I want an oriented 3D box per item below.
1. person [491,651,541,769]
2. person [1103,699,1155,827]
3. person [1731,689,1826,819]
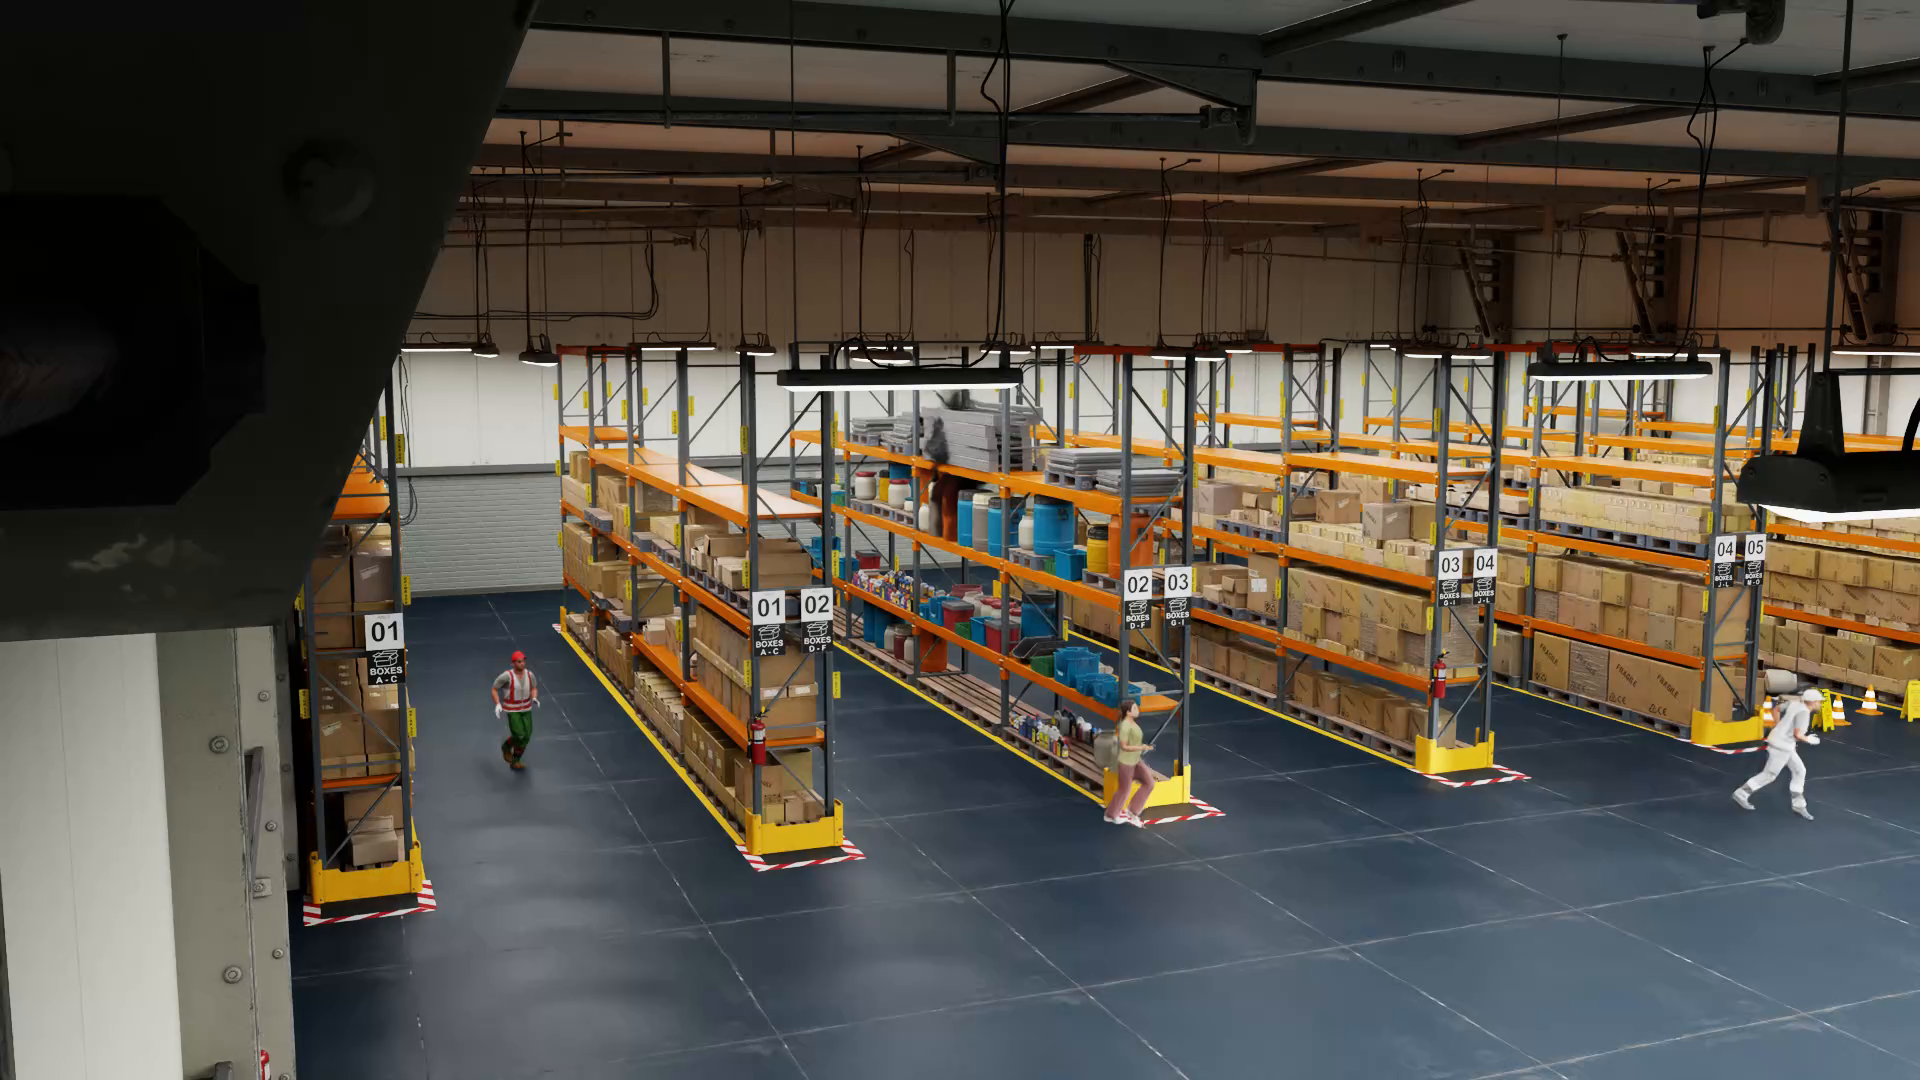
[{"bbox_3d":[-6.318,2.451,23.815,0.633,1.732,0.670,7,10,44],"label":"person"},{"bbox_3d":[2.153,2.842,21.084,0.679,1.684,0.554,3,8,22],"label":"person"},{"bbox_3d":[10.643,2.771,21.649,1.056,1.731,0.704,2,7,12],"label":"person"}]
